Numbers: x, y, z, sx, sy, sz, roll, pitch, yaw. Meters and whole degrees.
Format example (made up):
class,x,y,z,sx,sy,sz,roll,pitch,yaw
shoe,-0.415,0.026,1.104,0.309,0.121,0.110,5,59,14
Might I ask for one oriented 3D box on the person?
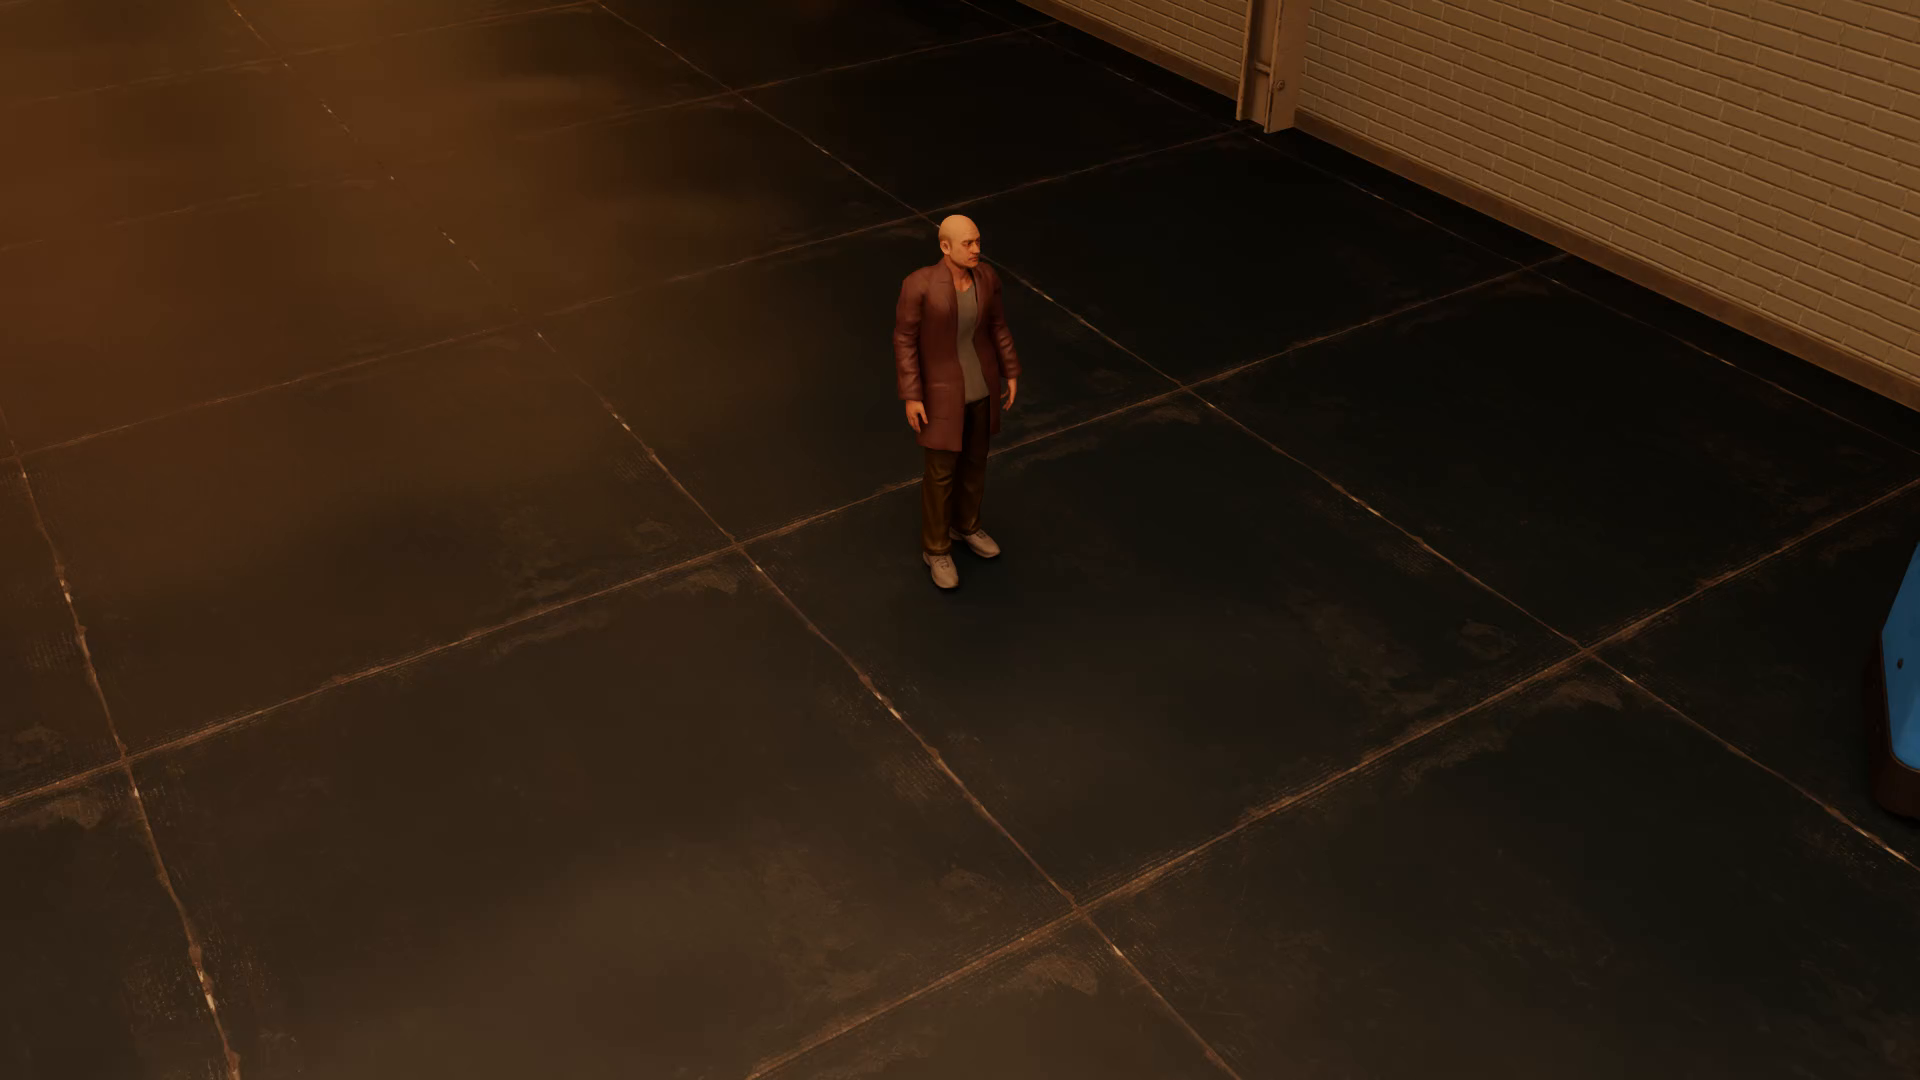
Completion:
class,x,y,z,sx,sy,sz,roll,pitch,yaw
person,0.047,-0.688,8.117,0.698,1.777,0.579,-21,40,-27

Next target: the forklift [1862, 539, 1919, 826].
class,x,y,z,sx,sy,sz,roll,pitch,yaw
forklift,5.427,0.023,6.115,3.031,2.935,1.130,13,37,17
